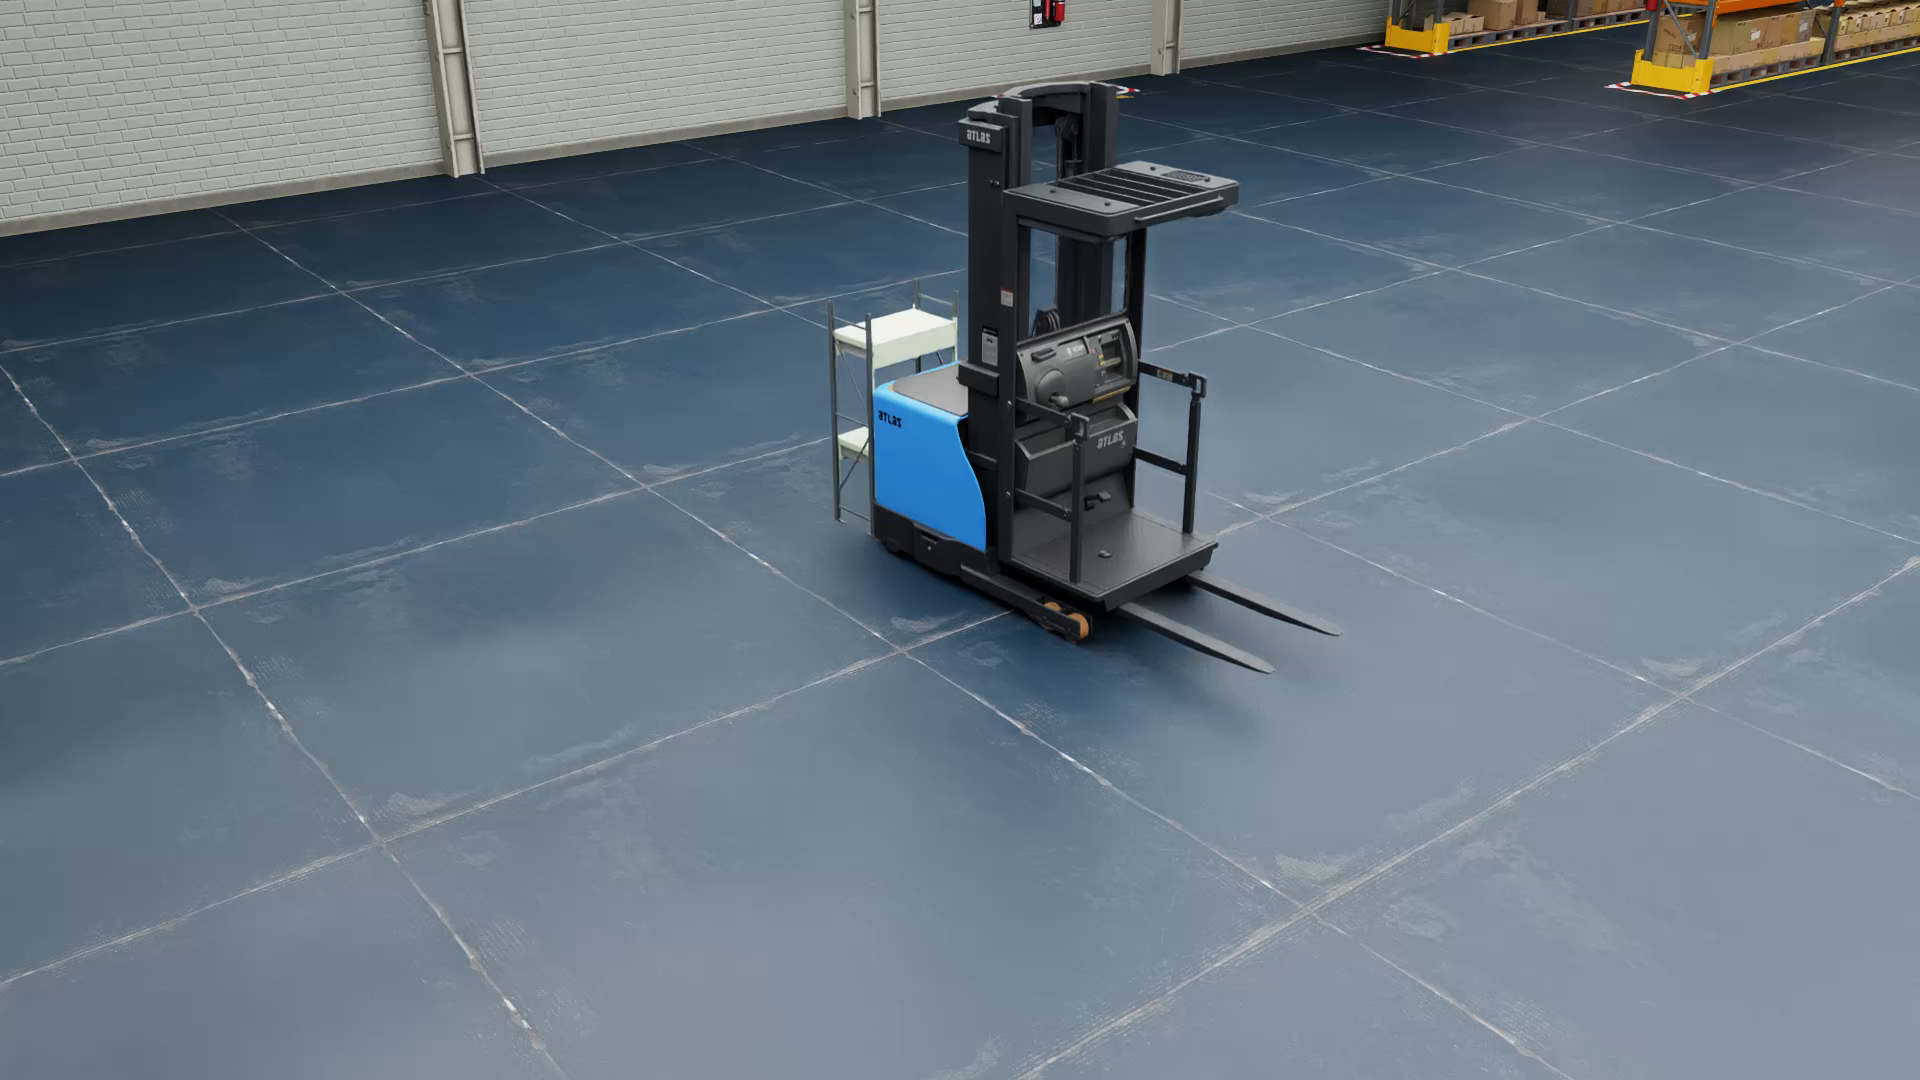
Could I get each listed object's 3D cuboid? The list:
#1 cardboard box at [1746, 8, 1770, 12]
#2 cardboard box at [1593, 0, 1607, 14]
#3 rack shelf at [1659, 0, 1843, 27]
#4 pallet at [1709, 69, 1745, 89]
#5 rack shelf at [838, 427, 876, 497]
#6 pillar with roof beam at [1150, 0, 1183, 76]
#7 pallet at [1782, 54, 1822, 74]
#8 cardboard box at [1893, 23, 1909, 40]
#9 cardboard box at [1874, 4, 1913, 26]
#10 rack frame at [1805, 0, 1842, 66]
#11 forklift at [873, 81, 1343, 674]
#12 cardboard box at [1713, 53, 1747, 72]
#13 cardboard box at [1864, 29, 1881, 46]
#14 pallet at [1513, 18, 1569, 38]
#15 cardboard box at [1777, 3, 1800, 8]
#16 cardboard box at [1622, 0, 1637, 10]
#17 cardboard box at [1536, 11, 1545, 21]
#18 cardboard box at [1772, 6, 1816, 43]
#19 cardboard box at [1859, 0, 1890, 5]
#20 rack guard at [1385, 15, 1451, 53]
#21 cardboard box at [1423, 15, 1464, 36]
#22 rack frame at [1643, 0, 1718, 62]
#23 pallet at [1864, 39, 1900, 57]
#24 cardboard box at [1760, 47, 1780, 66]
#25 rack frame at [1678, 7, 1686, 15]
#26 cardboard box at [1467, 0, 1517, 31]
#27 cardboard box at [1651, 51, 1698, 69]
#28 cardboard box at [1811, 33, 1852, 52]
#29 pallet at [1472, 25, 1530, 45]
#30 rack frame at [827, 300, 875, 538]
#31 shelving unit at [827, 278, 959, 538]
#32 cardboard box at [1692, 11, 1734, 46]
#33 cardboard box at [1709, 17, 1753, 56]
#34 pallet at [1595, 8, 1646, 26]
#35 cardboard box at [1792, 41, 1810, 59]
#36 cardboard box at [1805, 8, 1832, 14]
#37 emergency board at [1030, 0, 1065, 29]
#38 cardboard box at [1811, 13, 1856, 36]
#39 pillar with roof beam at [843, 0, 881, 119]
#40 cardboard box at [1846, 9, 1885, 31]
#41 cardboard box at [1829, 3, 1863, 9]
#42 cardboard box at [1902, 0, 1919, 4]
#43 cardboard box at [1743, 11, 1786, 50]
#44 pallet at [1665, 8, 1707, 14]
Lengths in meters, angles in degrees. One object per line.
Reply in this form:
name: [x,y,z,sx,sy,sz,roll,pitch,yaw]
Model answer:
cardboard box: [12.910,-8.493,27.363,0.500,0.500,0.500,-18,31,-34]
cardboard box: [12.140,-10.539,32.342,0.500,0.500,0.700,-19,31,-35]
rack shelf: [12.681,-8.640,26.658,4.000,0.370,1.077,-18,31,-34]
pallet: [11.683,-7.394,26.432,1.213,0.211,1.003,-18,31,-34]
rack shelf: [-0.420,-0.568,10.968,0.720,0.370,0.431,-22,33,-38]
pillar with roof beam: [5.999,-10.292,22.236,0.400,9.000,9.100,-18,31,-34]
pallet: [13.603,-8.028,27.798,1.213,0.211,1.003,-18,31,-34]
cardboard box: [16.338,-8.986,29.316,0.500,0.250,0.500,-17,30,-33]
cardboard box: [16.338,-9.237,29.192,0.500,0.311,0.500,-18,31,-34]
rack frame: [14.255,-9.486,27.626,0.127,3.000,1.000,-18,31,-34]
forklift: [0.826,-0.989,9.399,1.130,2.935,3.031,-22,33,-38]
cardboard box: [12.057,-7.587,26.301,0.500,0.250,0.500,-18,31,-34]
cardboard box: [15.534,-8.720,28.742,0.500,0.250,0.500,-19,31,-36]
pallet: [10.688,-9.675,31.346,1.213,0.211,1.003,-18,31,-34]
cardboard box: [13.697,-8.752,27.922,0.500,0.500,0.500,-18,31,-34]
cardboard box: [12.958,-10.793,32.888,0.500,0.500,0.700,-18,31,-34]
cardboard box: [10.792,-9.891,31.343,0.380,0.166,0.250,22,33,39]
cardboard box: [13.624,-8.450,27.271,0.500,0.500,0.500,-18,31,-34]
cardboard box: [16.401,-9.544,29.854,0.500,0.311,0.500,-19,31,-35]
rack guard: [8.107,-8.973,29.490,0.348,0.500,1.175,-18,31,-34]
cardboard box: [8.647,-9.217,29.717,0.500,0.311,0.500,-23,33,-40]
rack frame: [11.107,-8.447,25.387,0.127,3.000,1.000,-18,31,-34]
pallet: [15.771,-8.744,29.340,1.213,0.211,1.003,-18,31,-34]
cardboard box: [12.848,-7.845,26.857,0.500,0.250,0.500,-18,31,-34]
rack frame: [14.343,-12.165,33.399,0.127,3.000,1.000,-18,31,-34]
cardboard box: [9.704,-9.624,30.371,0.500,0.500,0.700,-21,32,-37]
cardboard box: [11.347,-7.627,26.388,0.500,0.250,0.500,-18,31,-34]
cardboard box: [14.725,-8.452,28.165,0.500,0.250,0.500,-19,31,-35]
pallet: [9.728,-9.356,30.659,1.213,0.211,1.003,-18,31,-34]
rack frame: [-0.686,-0.758,10.603,0.023,1.500,0.400,-22,33,-38]
shelving unit: [-0.420,-0.864,10.830,0.755,1.500,0.431,-22,33,-38]
cardboard box: [12.123,-8.233,26.802,0.500,0.500,0.500,-18,31,-34]
cardboard box: [12.059,-7.926,26.142,0.500,0.500,0.500,-18,31,-34]
pallet: [12.767,-10.382,32.870,1.213,0.211,1.003,-18,31,-34]
cardboard box: [13.625,-8.110,27.428,0.500,0.250,0.500,-18,31,-34]
cardboard box: [14.802,-9.021,28.725,0.500,0.311,0.500,-17,30,-33]
emergency board: [1.375,-8.367,25.216,0.643,1.169,0.194,-18,31,-34]
cardboard box: [14.734,-8.708,28.052,0.500,0.311,0.500,-18,30,-34]
pillar with roof beam: [1.278,-8.733,18.878,0.400,9.000,9.100,-18,31,-34]
cardboard box: [15.537,-8.971,28.619,0.500,0.311,0.500,-19,31,-36]
cardboard box: [15.594,-9.279,29.282,0.500,0.311,0.500,-19,31,-35]
cardboard box: [17.142,-9.505,29.768,0.500,0.311,0.500,-17,30,-33]
cardboard box: [12.848,-8.184,26.699,0.500,0.500,0.500,-18,31,-34]
pallet: [15.010,-11.080,34.373,1.213,0.211,1.003,-18,31,-34]
